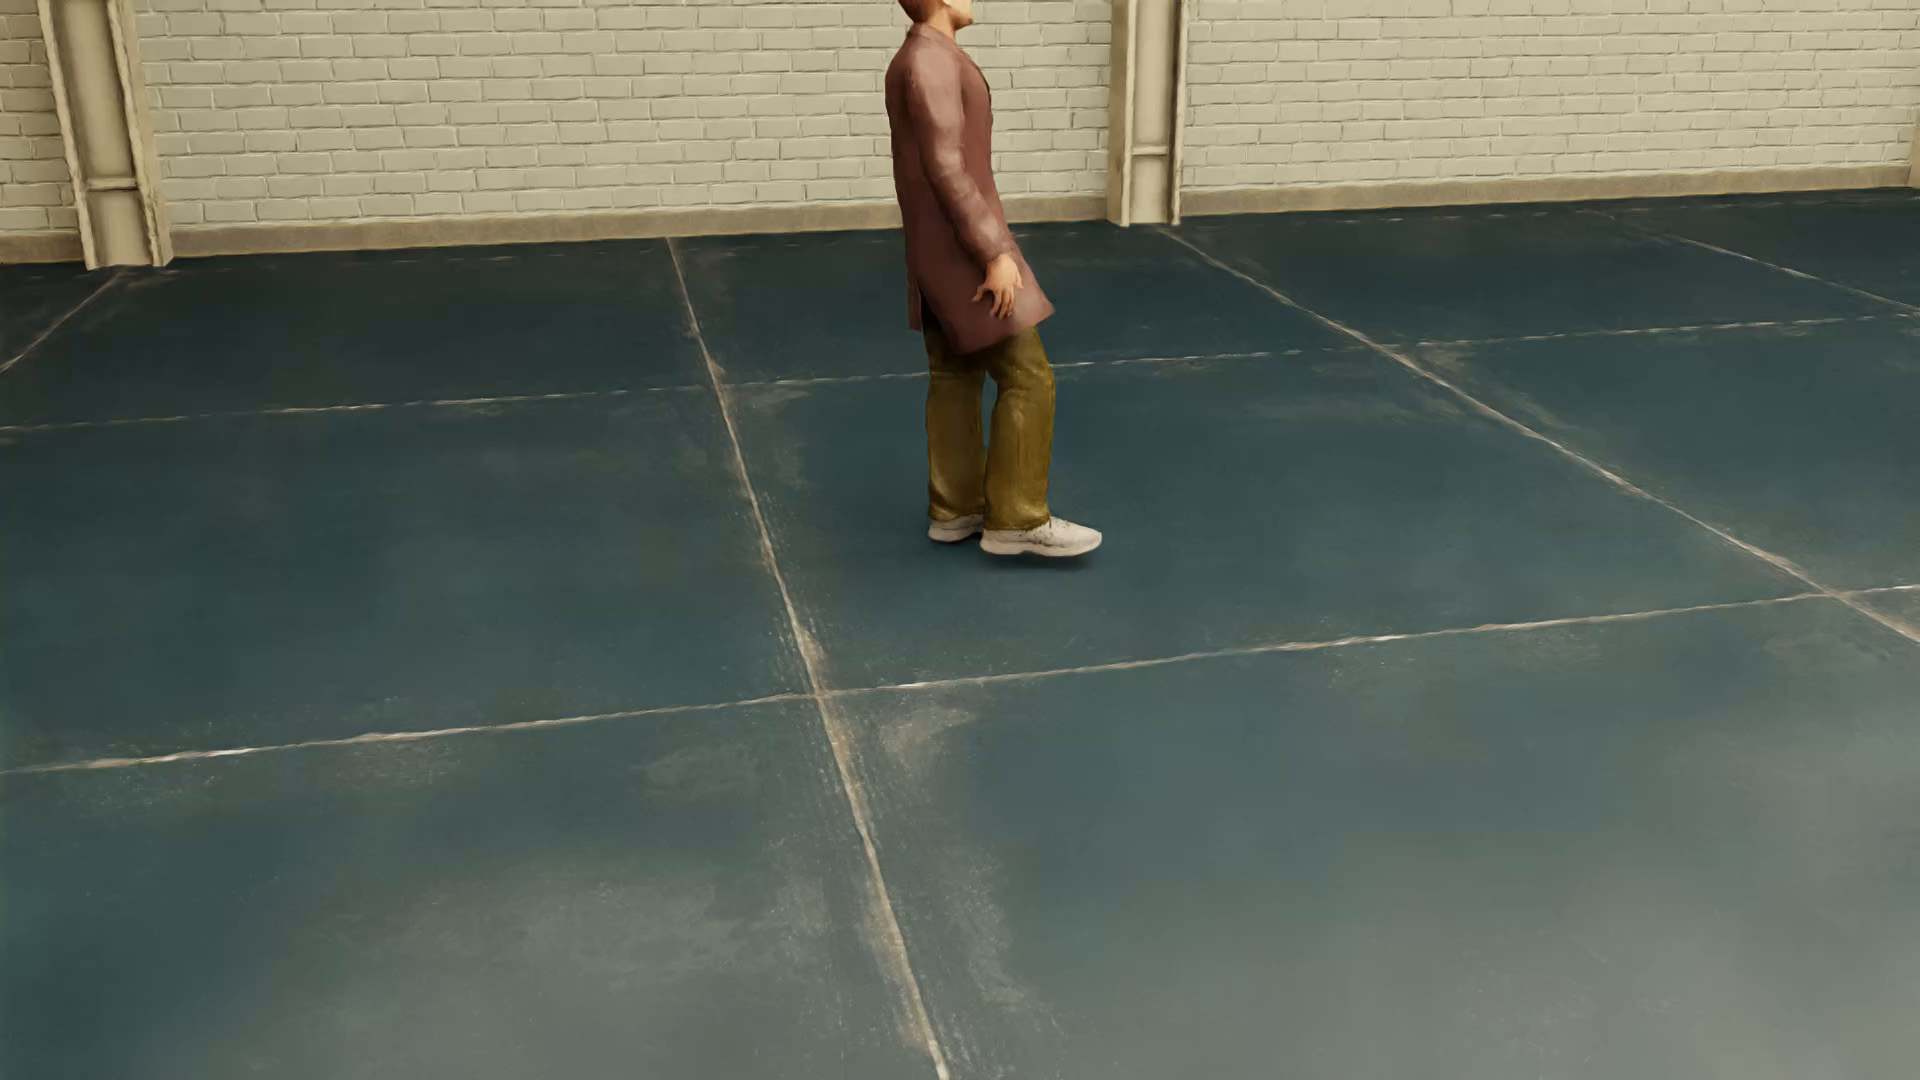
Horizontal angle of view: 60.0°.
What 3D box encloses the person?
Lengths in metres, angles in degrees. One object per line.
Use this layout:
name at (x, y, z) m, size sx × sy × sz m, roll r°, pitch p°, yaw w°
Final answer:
person at (0.089, -0.843, 4.992) m, size 0.585 × 1.775 × 0.694 m, roll -5°, pitch 21°, yaw -12°
